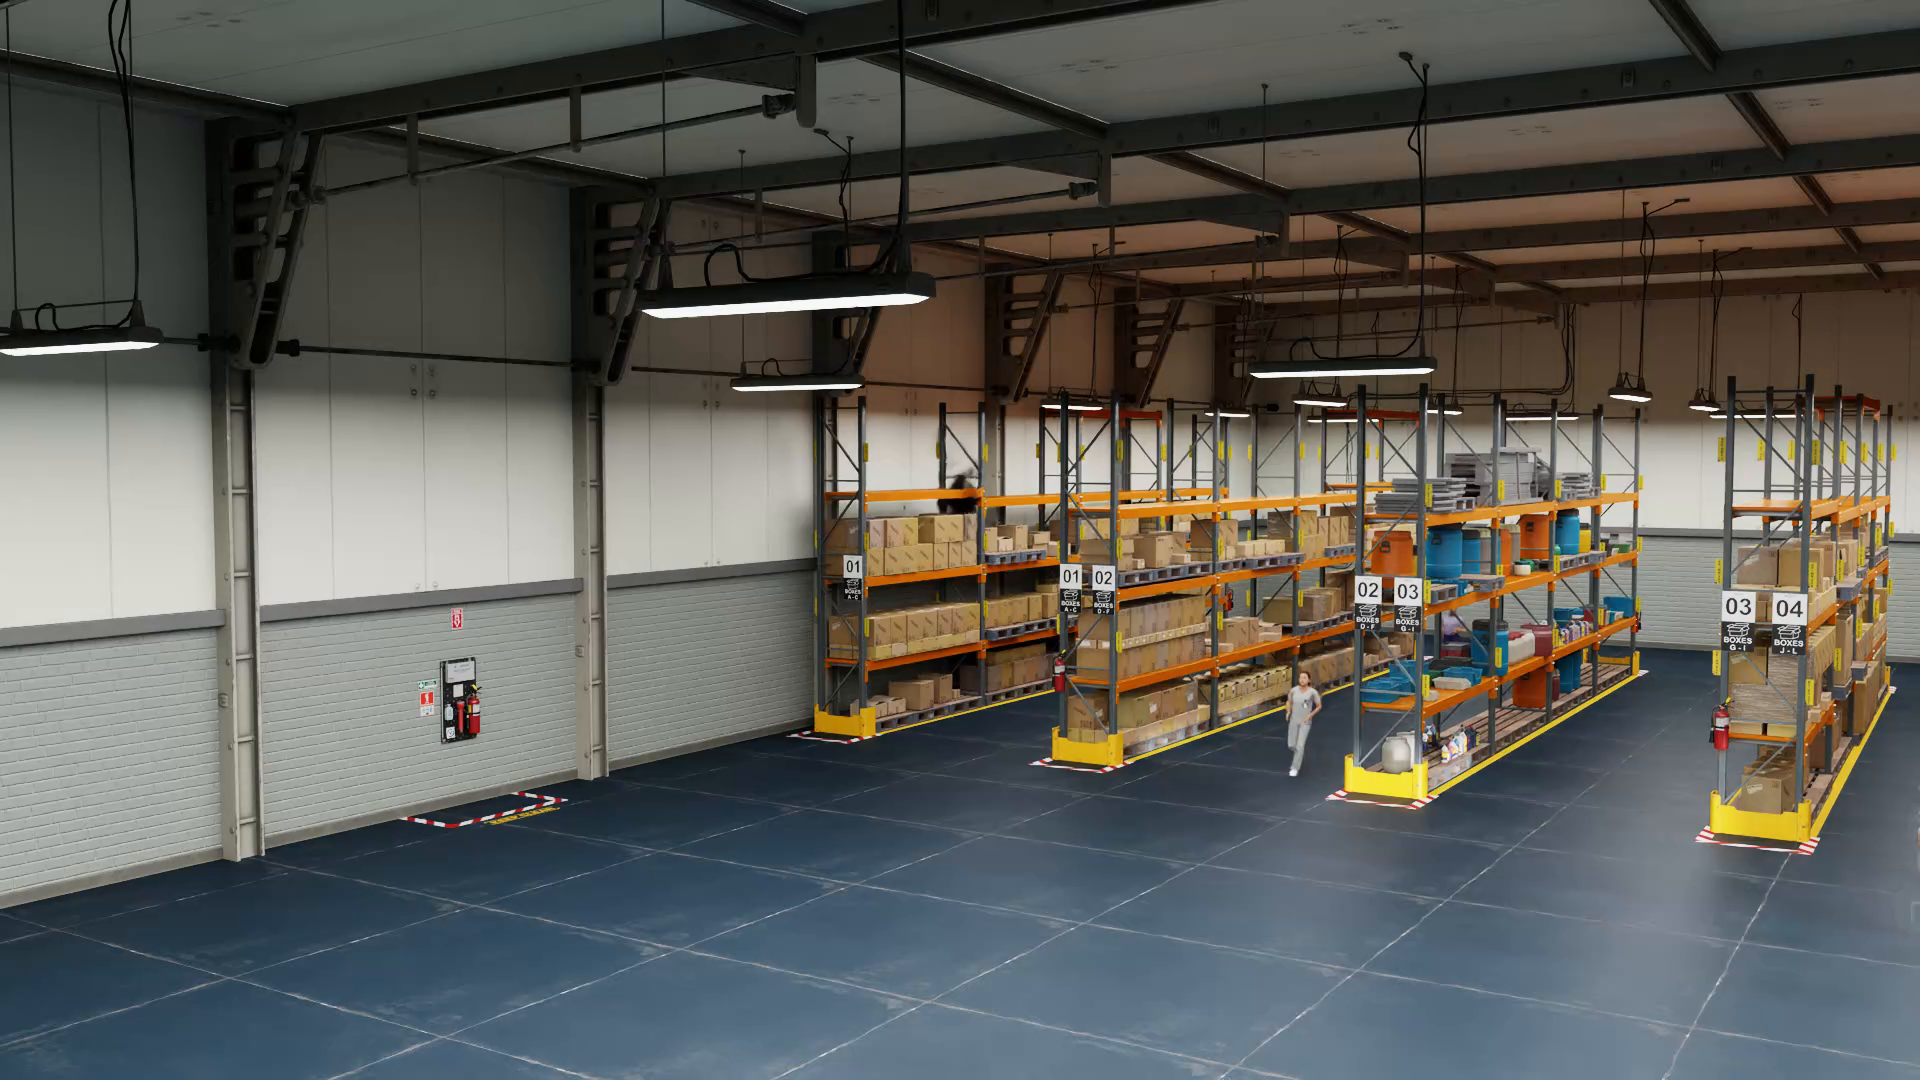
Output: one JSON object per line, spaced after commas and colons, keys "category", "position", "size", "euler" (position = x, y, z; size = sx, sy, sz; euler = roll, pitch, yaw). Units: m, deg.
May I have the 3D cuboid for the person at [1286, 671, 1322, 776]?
{"category": "person", "position": [5.369, 2.842, 25.962], "size": [0.565, 1.636, 0.574], "euler": [1, 3, 26]}

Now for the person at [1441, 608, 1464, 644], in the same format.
{"category": "person", "position": [10.930, 2.245, 37.100], "size": [0.591, 1.617, 0.574], "euler": [1, 3, 25]}
